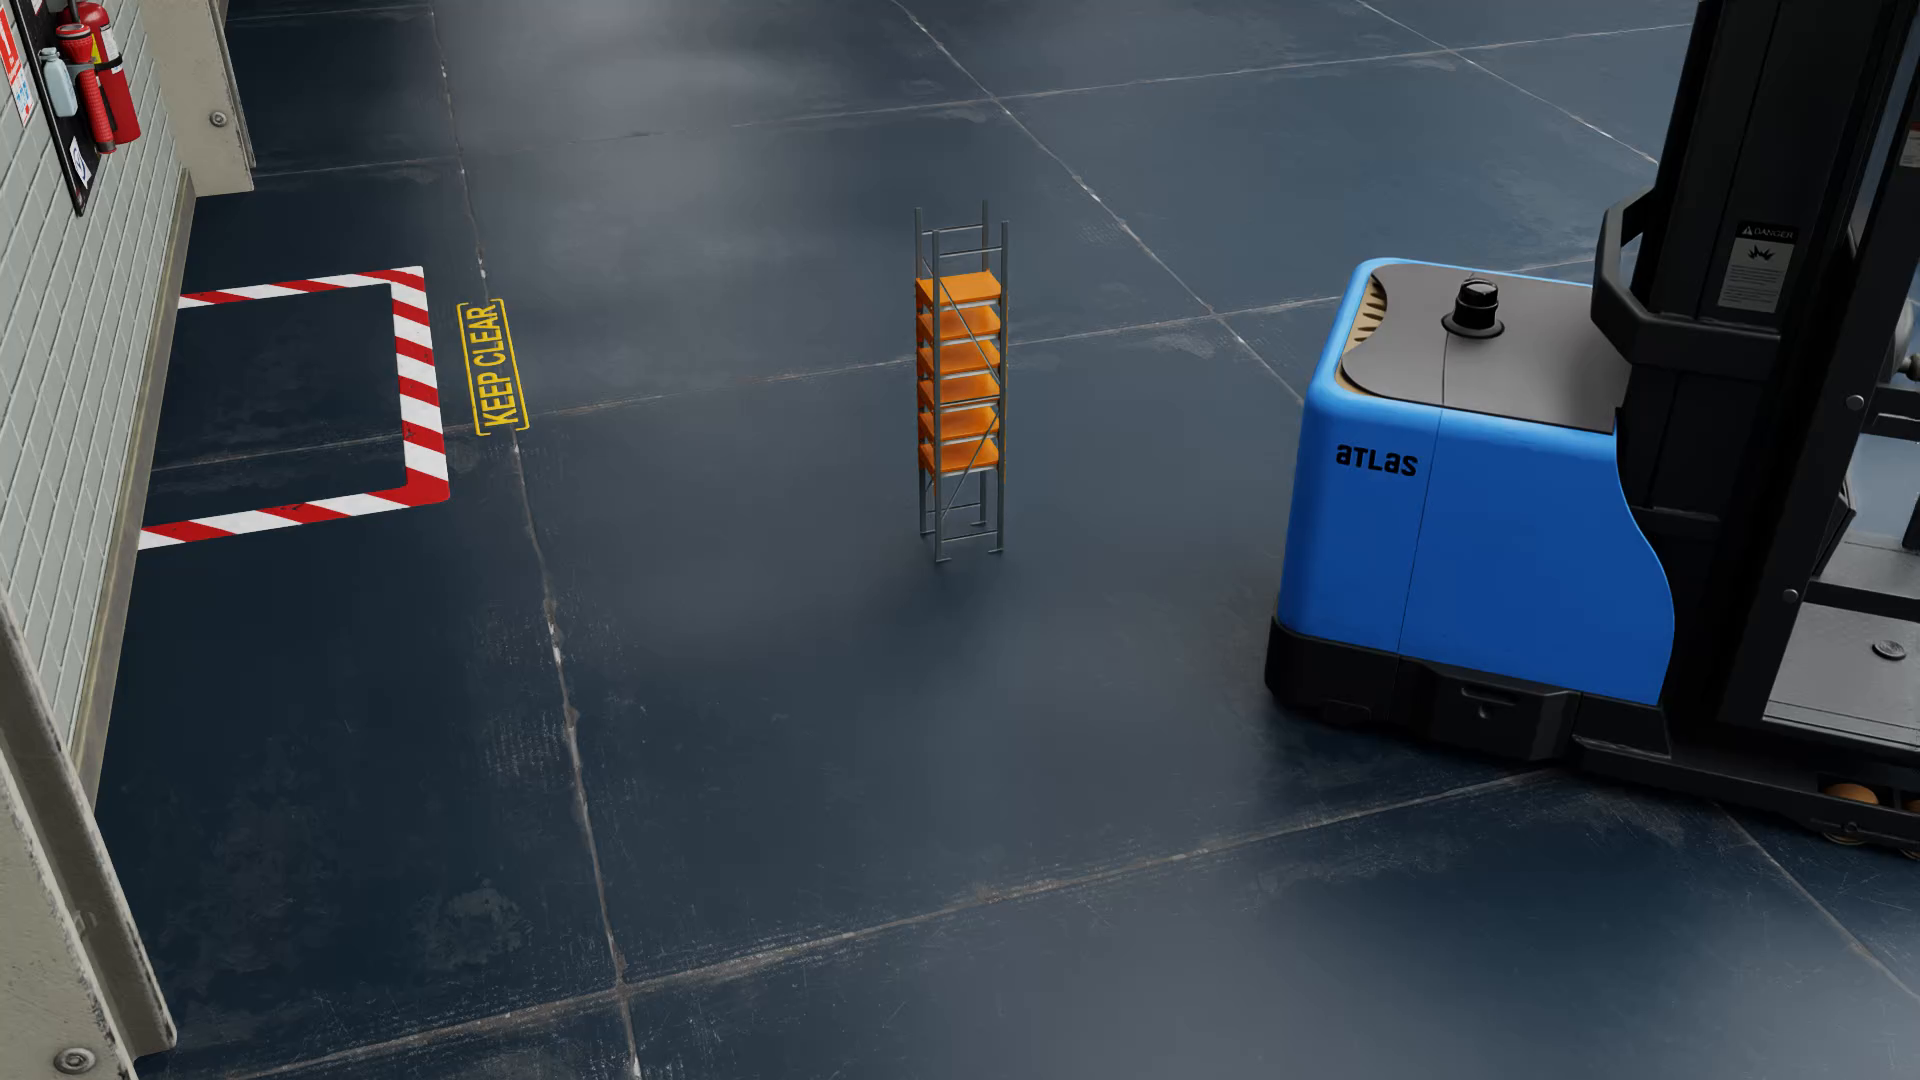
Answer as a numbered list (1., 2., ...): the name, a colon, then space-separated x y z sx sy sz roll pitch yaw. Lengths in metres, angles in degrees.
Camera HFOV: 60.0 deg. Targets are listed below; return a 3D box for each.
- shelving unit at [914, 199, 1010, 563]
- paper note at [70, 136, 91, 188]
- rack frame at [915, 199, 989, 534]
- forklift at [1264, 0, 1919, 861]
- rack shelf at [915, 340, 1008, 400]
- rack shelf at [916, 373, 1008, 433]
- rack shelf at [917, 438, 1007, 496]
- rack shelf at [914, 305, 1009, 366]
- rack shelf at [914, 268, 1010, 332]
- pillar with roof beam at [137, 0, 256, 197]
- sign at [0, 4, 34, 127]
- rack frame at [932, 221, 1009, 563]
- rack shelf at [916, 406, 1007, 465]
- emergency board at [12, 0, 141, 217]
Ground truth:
1. shelving unit: 0.004 -0.493 5.408 0.258 1.200 0.189 -10 35 -15
2. paper note: -3.085 -1.325 5.834 0.016 0.148 0.142 -10 35 -15
3. rack frame: -0.023 -0.541 5.480 0.240 1.200 0.006 -10 35 -15
4. forklift: 2.485 -0.693 4.140 3.031 2.935 1.130 11 35 16
5. rack shelf: 0.004 -0.556 5.366 0.258 0.103 0.180 -10 35 -15
6. rack shelf: 0.004 -0.456 5.432 0.258 0.103 0.180 -10 35 -15
7. rack shelf: 0.004 -0.256 5.565 0.258 0.103 0.180 -10 35 -15
8. rack shelf: 0.004 -0.656 5.300 0.258 0.103 0.180 -10 35 -15
9. rack shelf: 0.004 -0.756 5.234 0.258 0.103 0.180 -10 35 -15
10. pillar with roof beam: 0.309 -6.328 7.164 9.100 9.000 0.400 -10 35 -15
11. sign: -3.002 -1.505 5.274 0.001 0.329 0.234 -10 35 -15
12. rack frame: 0.032 -0.445 5.335 0.240 1.200 0.006 -10 35 -15
13. rack shelf: 0.004 -0.356 5.498 0.258 0.103 0.180 -10 35 -15
14. emergency board: -3.073 -1.797 5.749 0.194 1.169 0.643 -10 35 -15
